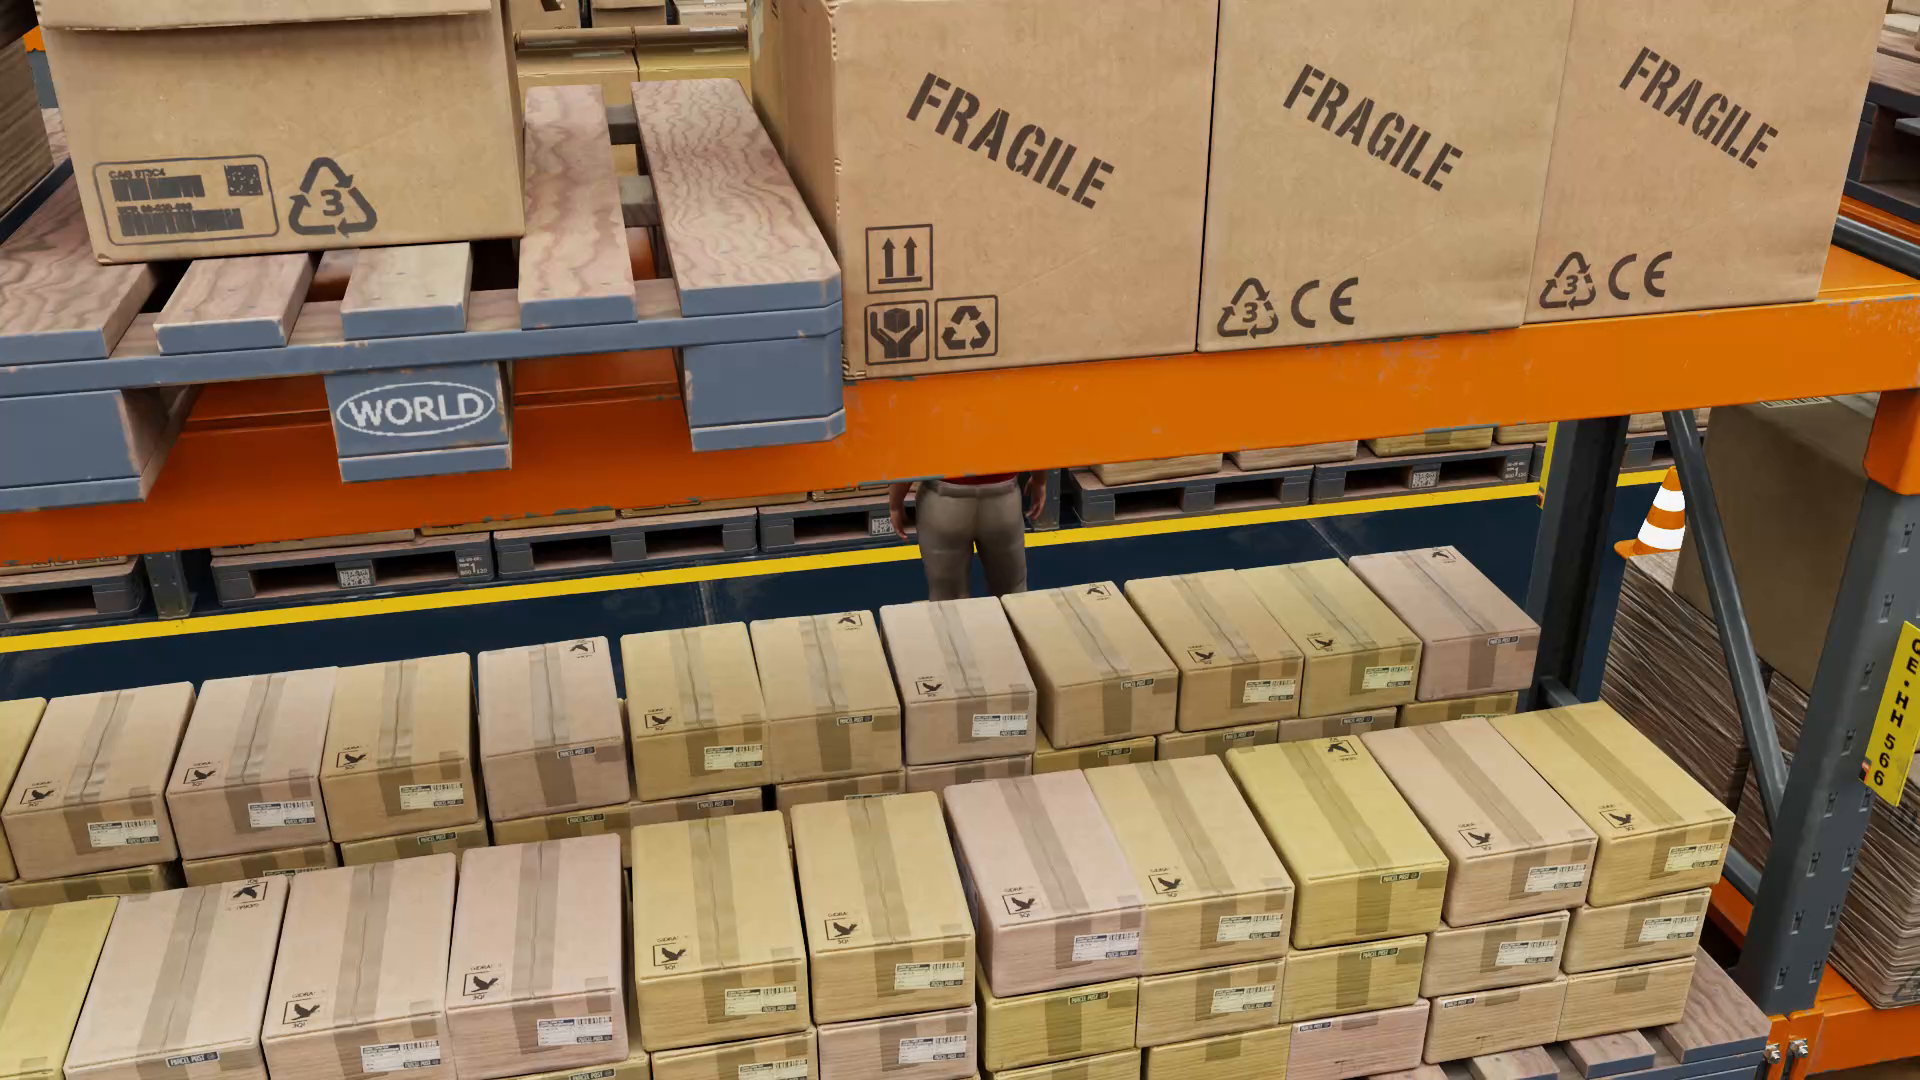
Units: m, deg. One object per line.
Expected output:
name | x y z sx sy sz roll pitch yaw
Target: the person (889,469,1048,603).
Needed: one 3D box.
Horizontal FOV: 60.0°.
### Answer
person | 0.021 -0.175 6.460 0.641 1.727 0.534 -6 27 -12
